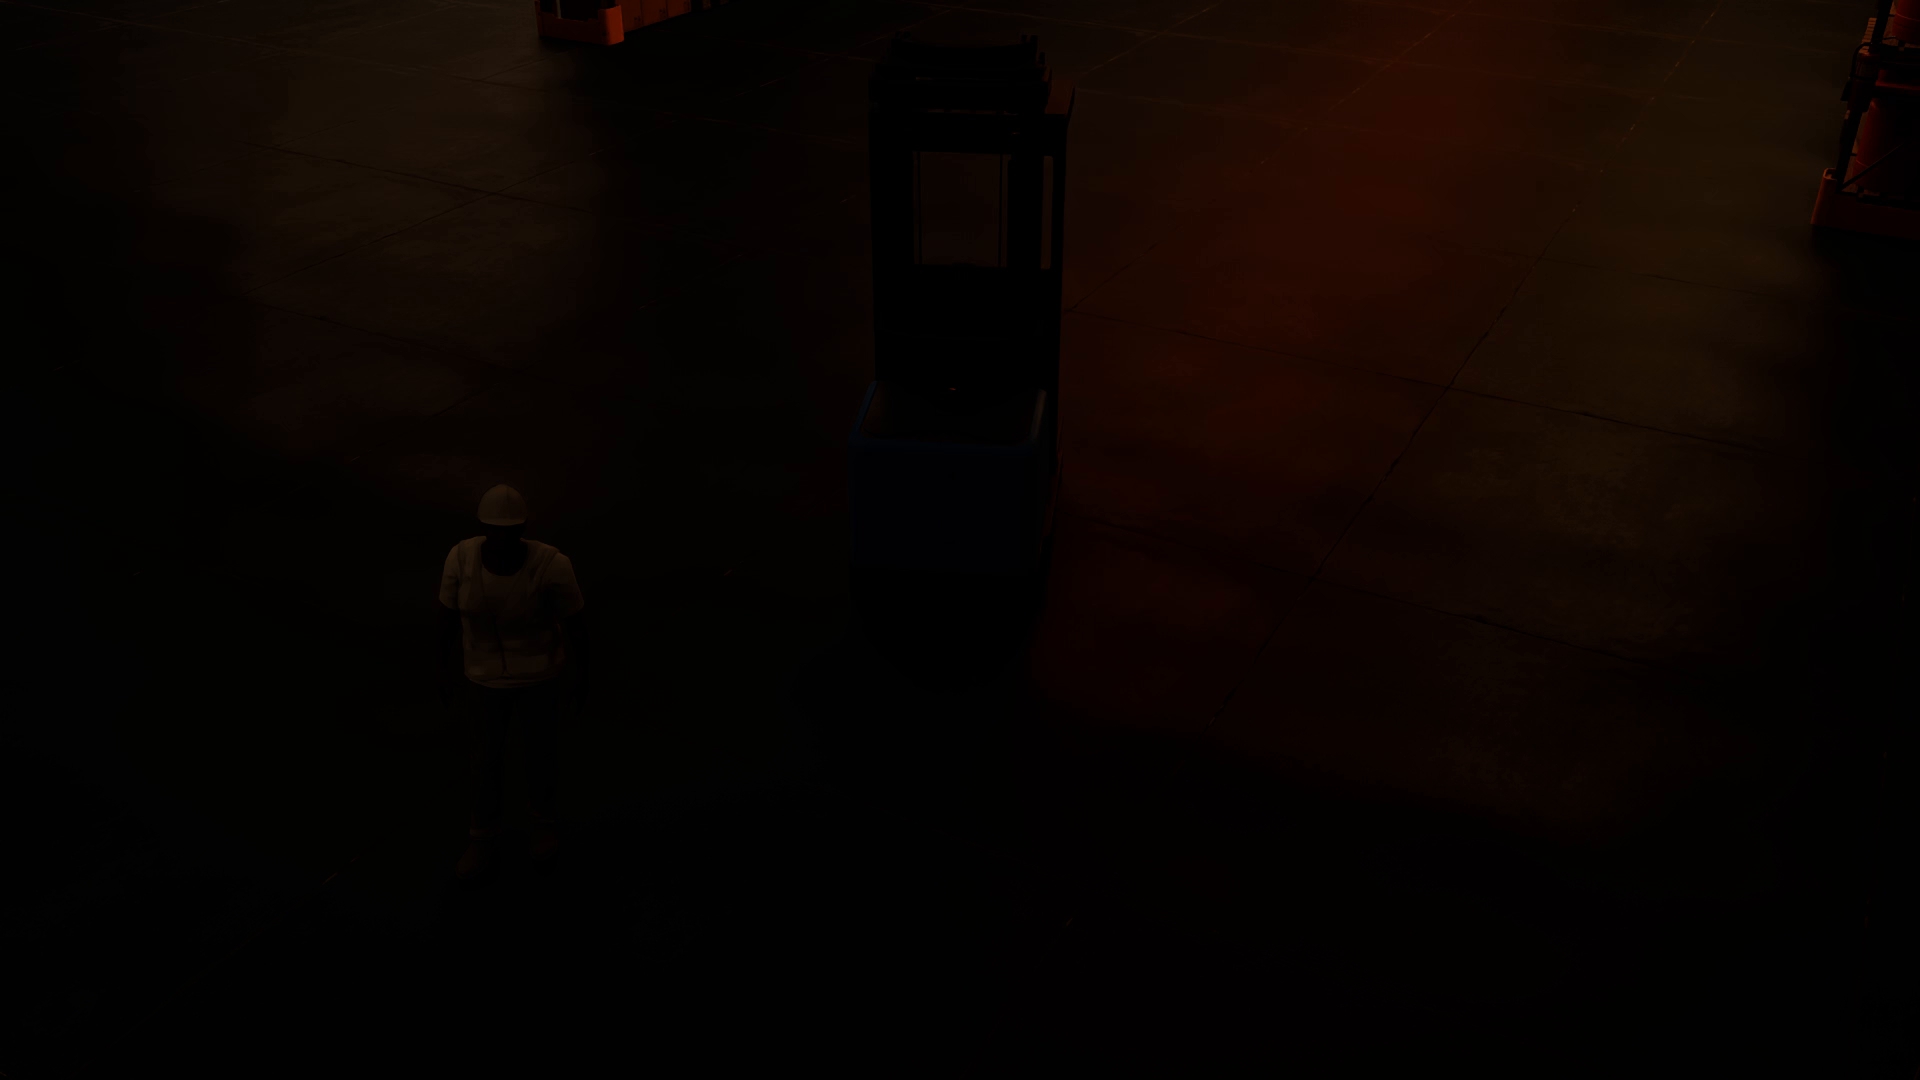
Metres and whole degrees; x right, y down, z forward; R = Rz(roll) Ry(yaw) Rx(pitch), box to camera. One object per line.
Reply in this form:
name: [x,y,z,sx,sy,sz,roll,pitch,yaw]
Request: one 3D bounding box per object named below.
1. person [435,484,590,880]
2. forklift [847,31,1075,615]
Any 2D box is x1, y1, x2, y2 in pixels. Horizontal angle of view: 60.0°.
person: [-1.935,0.612,7.161,0.666,1.765,0.577,-1,30,-1]
forklift: [0.072,-1.572,9.794,1.130,2.935,3.031,3,30,6]
